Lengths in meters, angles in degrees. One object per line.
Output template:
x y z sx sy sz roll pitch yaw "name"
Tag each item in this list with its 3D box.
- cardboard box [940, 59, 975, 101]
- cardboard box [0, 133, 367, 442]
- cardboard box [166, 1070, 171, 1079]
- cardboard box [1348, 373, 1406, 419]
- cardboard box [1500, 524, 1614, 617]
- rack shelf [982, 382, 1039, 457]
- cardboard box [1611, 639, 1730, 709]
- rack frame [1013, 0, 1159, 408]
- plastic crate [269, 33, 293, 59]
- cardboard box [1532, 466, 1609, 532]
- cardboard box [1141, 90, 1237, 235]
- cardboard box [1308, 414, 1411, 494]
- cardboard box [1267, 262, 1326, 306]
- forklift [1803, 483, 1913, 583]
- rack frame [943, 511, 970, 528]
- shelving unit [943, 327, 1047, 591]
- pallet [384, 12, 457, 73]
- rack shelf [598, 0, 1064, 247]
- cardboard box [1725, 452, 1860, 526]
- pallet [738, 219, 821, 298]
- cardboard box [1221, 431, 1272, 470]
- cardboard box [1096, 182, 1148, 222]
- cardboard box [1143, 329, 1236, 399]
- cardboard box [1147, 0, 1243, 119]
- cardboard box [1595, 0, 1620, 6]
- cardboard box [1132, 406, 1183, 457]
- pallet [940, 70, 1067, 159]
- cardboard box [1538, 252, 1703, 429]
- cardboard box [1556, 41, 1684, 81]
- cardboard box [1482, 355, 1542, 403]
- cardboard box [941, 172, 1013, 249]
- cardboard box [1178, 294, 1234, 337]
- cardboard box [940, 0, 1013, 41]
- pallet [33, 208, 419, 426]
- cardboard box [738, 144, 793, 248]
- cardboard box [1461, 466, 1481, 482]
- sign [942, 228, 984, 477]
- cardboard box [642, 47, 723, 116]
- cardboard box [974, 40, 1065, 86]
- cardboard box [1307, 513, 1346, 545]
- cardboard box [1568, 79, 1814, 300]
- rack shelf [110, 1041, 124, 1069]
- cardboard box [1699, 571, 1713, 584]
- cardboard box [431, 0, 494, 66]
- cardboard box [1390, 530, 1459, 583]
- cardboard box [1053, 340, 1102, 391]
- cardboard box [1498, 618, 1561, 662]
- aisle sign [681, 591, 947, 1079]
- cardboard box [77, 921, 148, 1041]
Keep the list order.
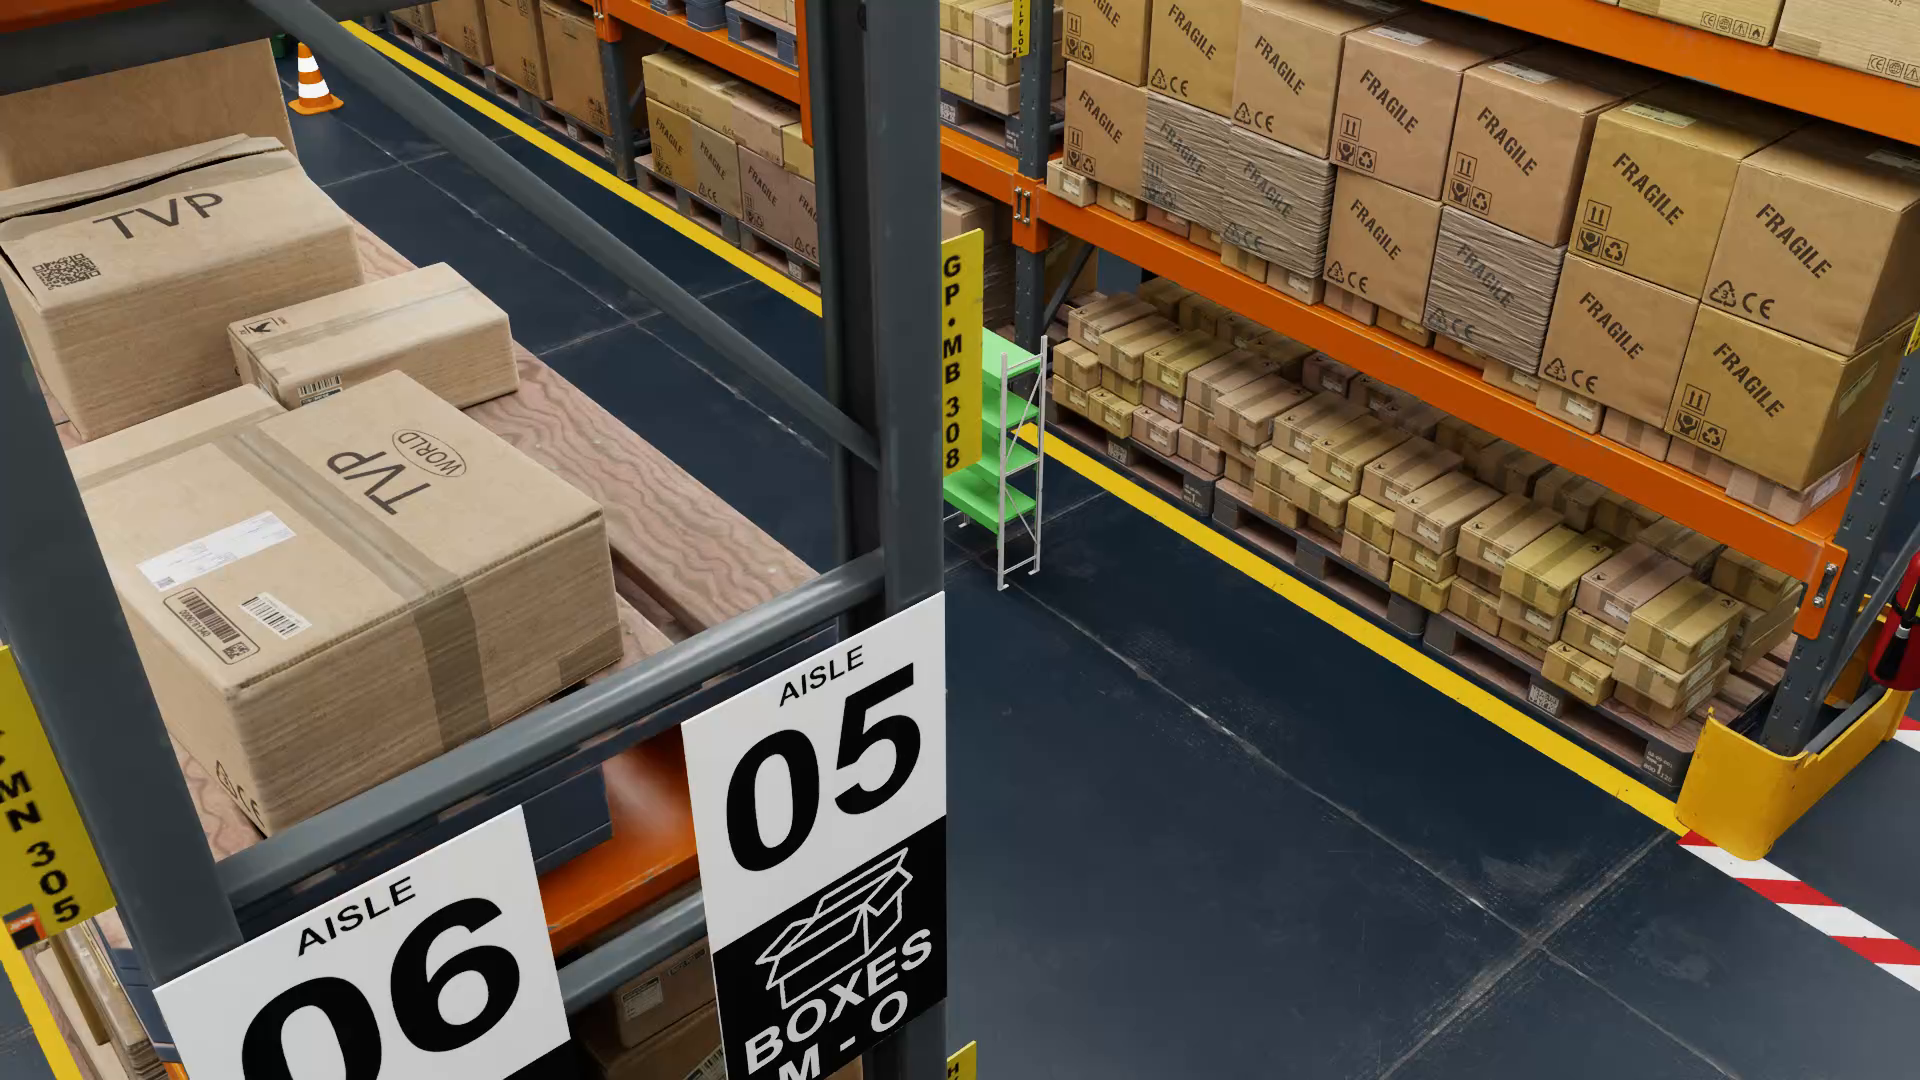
0.120 -2.344 8.318 0.380 0.149 0.250 -26 43 -32 "cardboard box"
-1.367 -0.481 2.866 0.500 0.311 0.500 -25 42 -31 "cardboard box"
-0.932 1.025 2.755 0.500 0.500 0.500 -25 42 -30 "cardboard box"
2.022 -0.701 7.733 0.380 0.149 0.250 -28 44 -33 "cardboard box"
2.359 0.118 6.577 0.380 0.149 0.250 -27 43 -33 "cardboard box"
0.107 -0.560 7.198 0.258 0.148 0.480 -26 43 -32 "rack shelf"
2.718 0.451 6.363 0.380 0.149 0.250 -27 44 -33 "cardboard box"
0.696 -2.059 8.062 1.000 3.000 0.127 -26 43 -32 "rack frame"
-5.580 -4.055 13.263 0.450 0.188 0.662 2 34 -14 "plastic crate"
2.640 -0.216 7.048 0.380 0.149 0.250 -28 44 -34 "cardboard box"
1.147 -1.692 7.201 0.500 0.500 0.500 -26 43 -32 "cardboard box"
1.749 -0.381 7.281 0.380 0.149 0.250 -26 43 -32 "cardboard box"
1.515 -1.146 6.990 0.380 0.149 0.250 -24 42 -30 "cardboard box"
3.097 -1.757 7.695 1.130 2.935 3.031 -29 45 -35 "forklift"
-0.051 -0.524 7.452 0.240 1.200 0.015 -26 43 -32 "rack frame"
0.107 -0.417 7.300 0.258 1.200 0.503 -26 43 -32 "shelving unit"
-3.912 -4.140 13.413 1.003 0.211 1.213 -26 43 -32 "pallet"
-0.595 -2.648 9.516 1.077 0.370 4.000 -26 43 -32 "rack shelf"
2.850 -0.229 5.695 0.380 0.149 0.250 -26 43 -32 "cardboard box"
-0.600 -1.803 10.113 1.003 0.211 1.213 -26 43 -32 "pallet"
1.433 -0.486 7.687 0.380 0.149 0.250 -24 42 -30 "cardboard box"
0.852 -1.623 7.663 0.380 0.149 0.250 -25 42 -31 "cardboard box"
1.093 -0.843 7.934 0.380 0.149 0.250 -27 43 -32 "cardboard box"
1.147 -2.116 6.933 0.500 0.500 0.500 -27 44 -33 "cardboard box"
2.137 -2.004 5.519 0.500 0.250 0.500 -24 42 -30 "cardboard box"
1.057 -0.578 8.074 0.380 0.149 0.250 -26 43 -32 "cardboard box"
0.313 -2.372 8.670 1.003 0.211 1.213 -26 43 -32 "pallet"
2.462 -0.787 5.921 0.500 0.500 0.500 -27 43 -32 "cardboard box"
2.541 -1.619 6.231 0.500 0.500 0.500 -27 43 -33 "cardboard box"
2.215 -0.689 6.345 0.380 0.149 0.250 -28 44 -34 "cardboard box"
0.022 -1.751 8.777 0.500 0.250 0.500 -27 44 -33 "cardboard box"
1.319 -1.151 8.369 0.380 0.149 0.250 -25 43 -31 "cardboard box"
0.113 -2.593 8.155 0.380 0.149 0.250 -27 44 -33 "cardboard box"
-1.718 -0.452 3.275 1.003 0.211 1.213 -26 43 -32 "pallet"
-0.962 -2.123 9.952 0.500 0.500 0.500 -27 43 -33 "cardboard box"
2.243 -0.306 7.433 0.380 0.149 0.250 -24 42 -30 "cardboard box"
-0.012 -0.219 2.044 0.100 0.325 0.005 -26 43 -32 "sign"
-1.626 -2.887 10.382 0.500 0.250 0.500 -28 44 -34 "cardboard box"
0.288 -2.351 8.071 0.380 0.149 0.250 -25 42 -30 "cardboard box"
1.781 -0.141 7.457 0.380 0.149 0.250 -25 42 -31 "cardboard box"
2.465 -1.196 5.634 0.500 0.500 0.500 -28 44 -33 "cardboard box"
-1.730 1.009 4.353 1.077 0.370 4.000 -26 43 -32 "rack shelf"
3.001 0.109 6.847 0.380 0.149 0.250 -26 43 -32 "cardboard box"
-3.378 -4.176 12.635 1.050 0.750 0.750 -26 43 -32 "cardboard box"
2.037 -0.001 7.002 0.380 0.149 0.250 -25 42 -31 "cardboard box"
0.685 -0.909 8.284 0.380 0.149 0.250 -24 42 -30 "cardboard box"
2.430 0.320 6.806 0.380 0.149 0.250 -26 43 -32 "cardboard box"
-0.171 0.461 2.255 0.394 0.787 0.004 -26 43 -32 "aisle sign"
-1.237 0.615 2.773 0.380 0.149 0.250 -26 43 -32 "cardboard box"
